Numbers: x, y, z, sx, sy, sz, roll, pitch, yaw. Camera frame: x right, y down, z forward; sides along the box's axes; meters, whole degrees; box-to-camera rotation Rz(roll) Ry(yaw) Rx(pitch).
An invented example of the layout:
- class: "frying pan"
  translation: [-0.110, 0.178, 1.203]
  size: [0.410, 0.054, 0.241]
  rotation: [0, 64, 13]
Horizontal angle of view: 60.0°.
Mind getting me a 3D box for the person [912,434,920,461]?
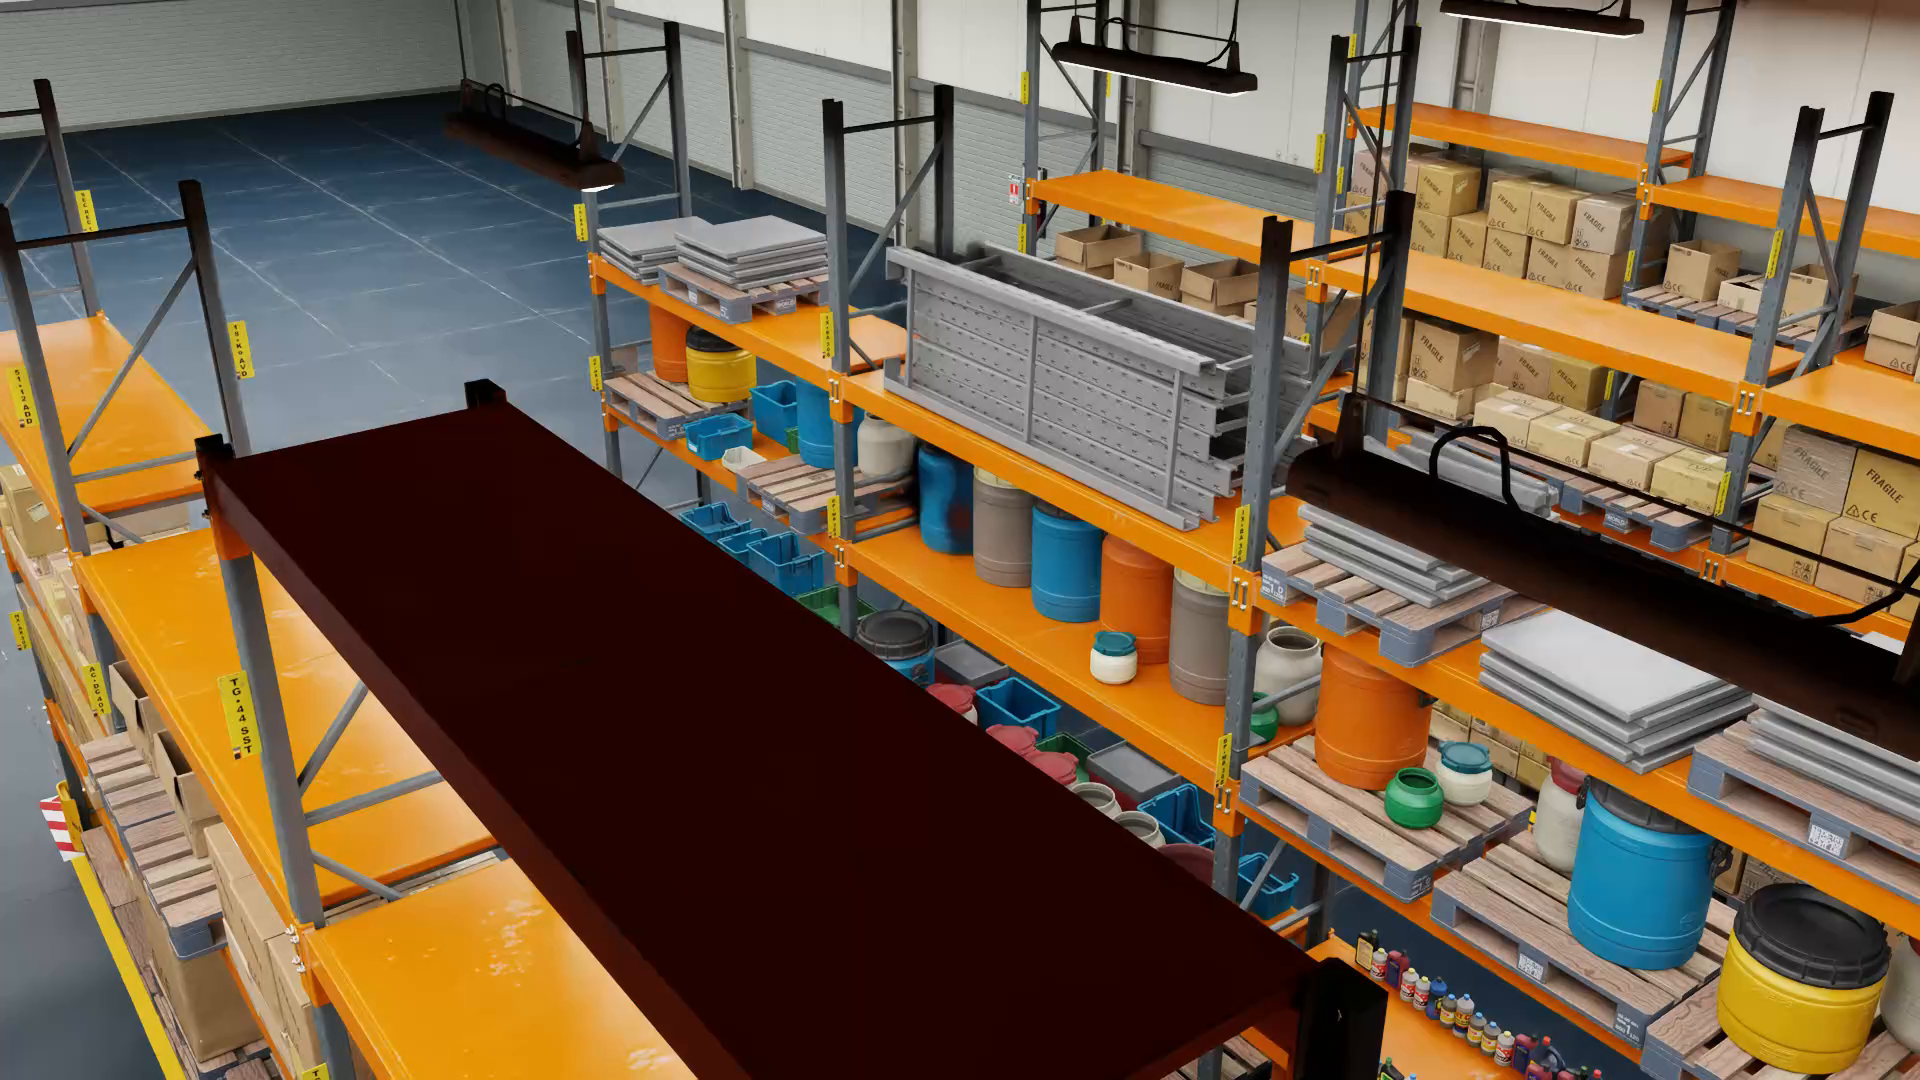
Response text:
- class: "person"
  translation: [-0.534, -1.262, 19.750]
  size: [0.854, 1.609, 0.507]
  rotation: [-8, 26, -17]
